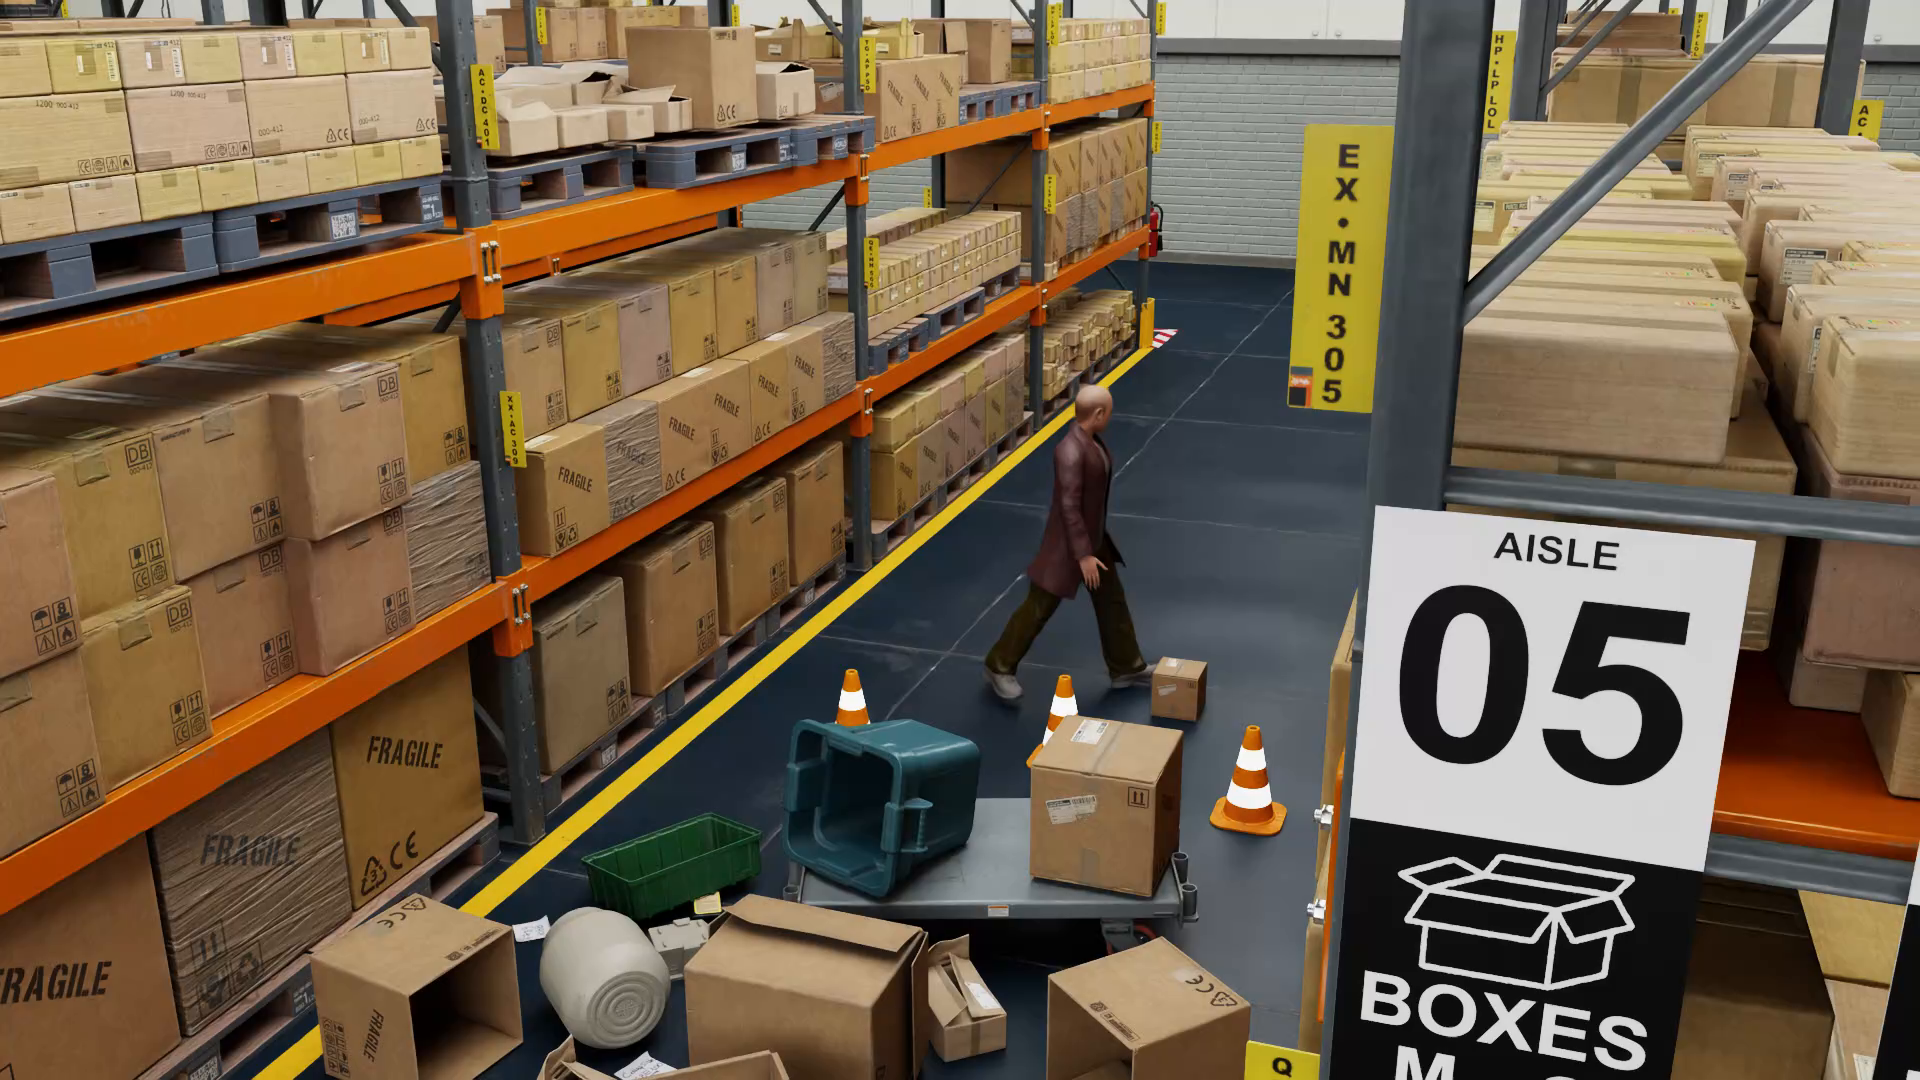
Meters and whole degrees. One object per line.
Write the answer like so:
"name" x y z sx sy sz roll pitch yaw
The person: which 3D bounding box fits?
"person" 0.633 0.026 9.018 0.993 1.745 0.702 8 20 22
